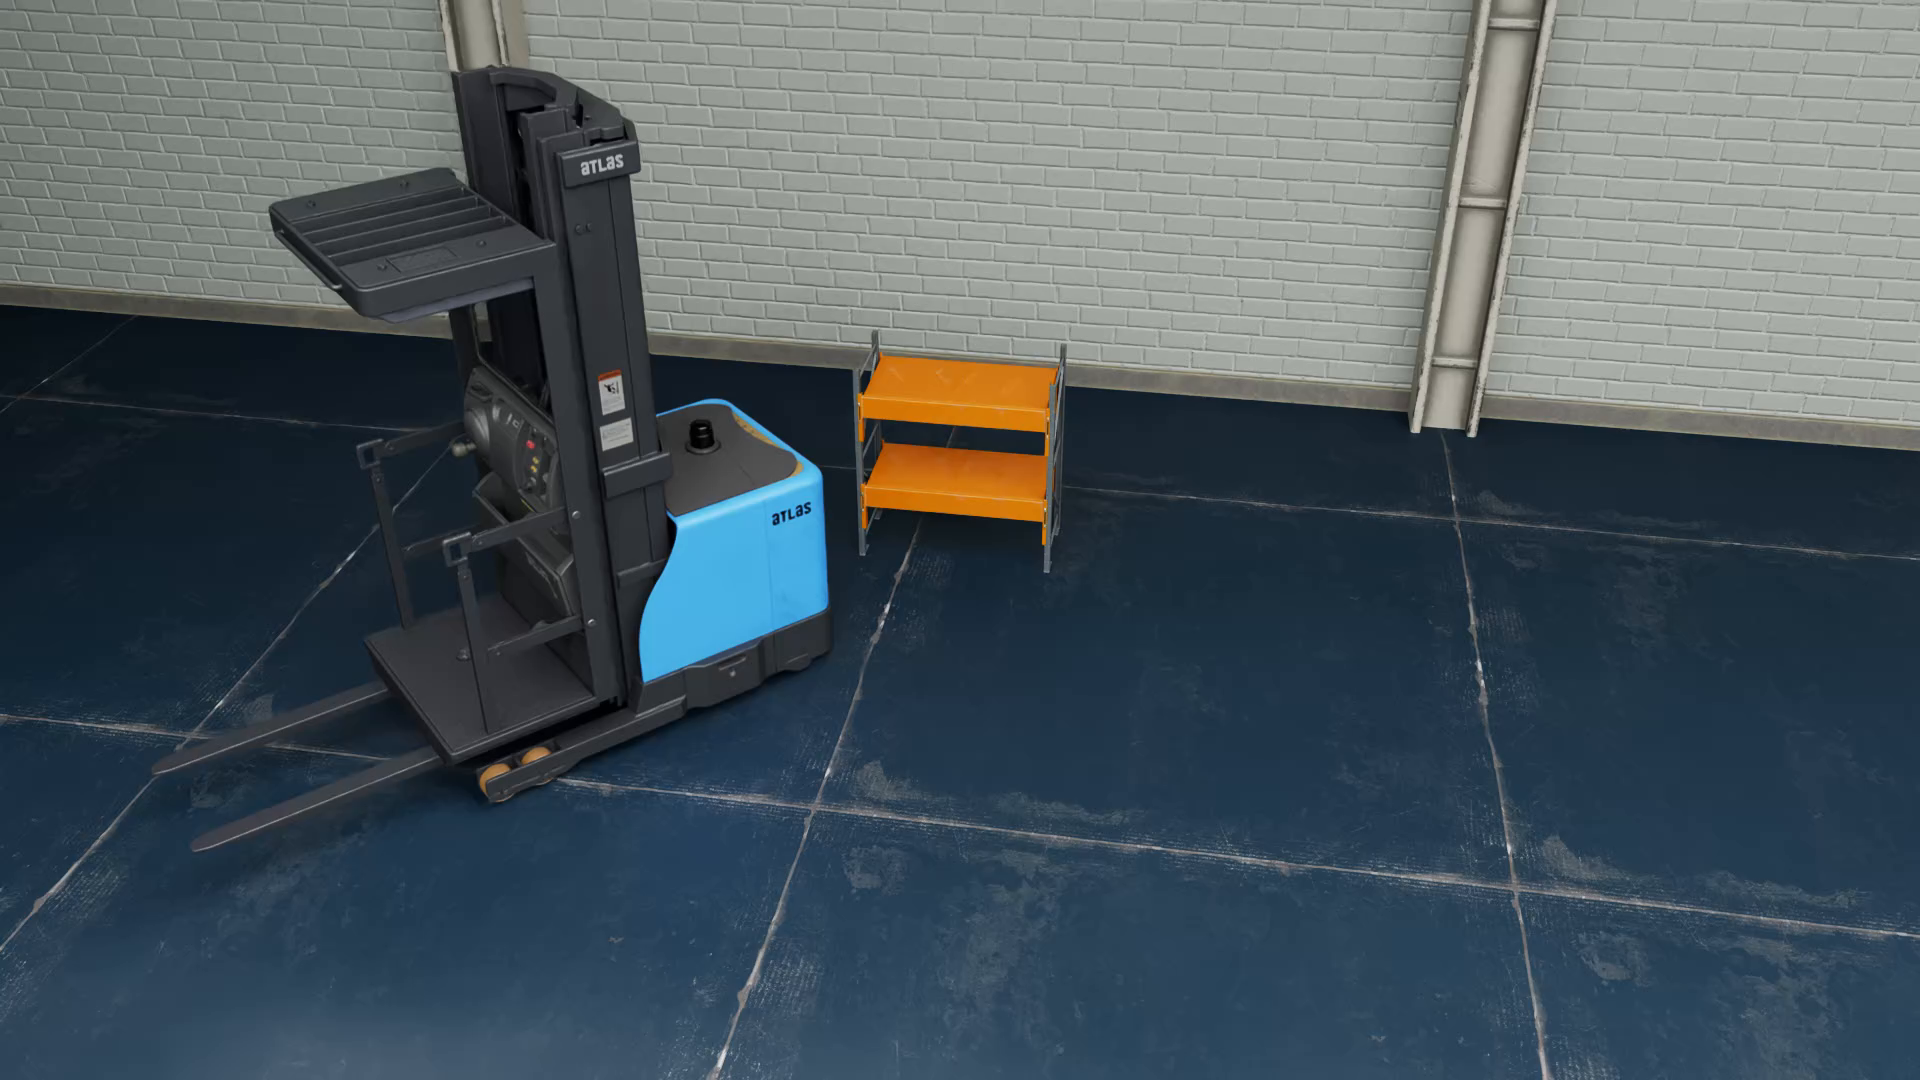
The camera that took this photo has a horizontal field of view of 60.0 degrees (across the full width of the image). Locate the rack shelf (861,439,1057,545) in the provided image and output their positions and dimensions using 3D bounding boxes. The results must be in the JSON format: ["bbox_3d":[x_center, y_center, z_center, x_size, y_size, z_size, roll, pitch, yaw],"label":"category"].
[{"bbox_3d":[0.007,-0.269,9.080,1.000,0.278,0.538,5,32,8],"label":"rack shelf"}]

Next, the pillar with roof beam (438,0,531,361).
[{"bbox_3d":[-3.621,-2.831,5.291,0.400,9.000,9.100,5,32,8],"label":"pillar with roof beam"}]

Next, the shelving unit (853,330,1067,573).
[{"bbox_3d":[0.007,-0.476,8.951,1.048,1.125,0.538,5,32,8],"label":"shelving unit"}]

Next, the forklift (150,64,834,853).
[{"bbox_3d":[-2.116,-0.398,7.124,3.031,2.935,1.130,-21,38,-30],"label":"forklift"}]

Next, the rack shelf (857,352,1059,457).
[{"bbox_3d":[0.007,-0.724,8.795,1.000,0.278,0.538,5,32,8],"label":"rack shelf"}]

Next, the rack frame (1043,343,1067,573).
[{"bbox_3d":[0.508,-0.431,8.878,0.032,1.125,0.500,5,32,8],"label":"rack frame"}]

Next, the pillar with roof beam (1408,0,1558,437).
[{"bbox_3d":[2.293,-2.295,4.436,0.400,9.000,9.100,5,32,8],"label":"pillar with roof beam"}]

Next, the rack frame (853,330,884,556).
[{"bbox_3d":[-0.494,-0.522,9.023,0.032,1.125,0.500,5,32,8],"label":"rack frame"}]
